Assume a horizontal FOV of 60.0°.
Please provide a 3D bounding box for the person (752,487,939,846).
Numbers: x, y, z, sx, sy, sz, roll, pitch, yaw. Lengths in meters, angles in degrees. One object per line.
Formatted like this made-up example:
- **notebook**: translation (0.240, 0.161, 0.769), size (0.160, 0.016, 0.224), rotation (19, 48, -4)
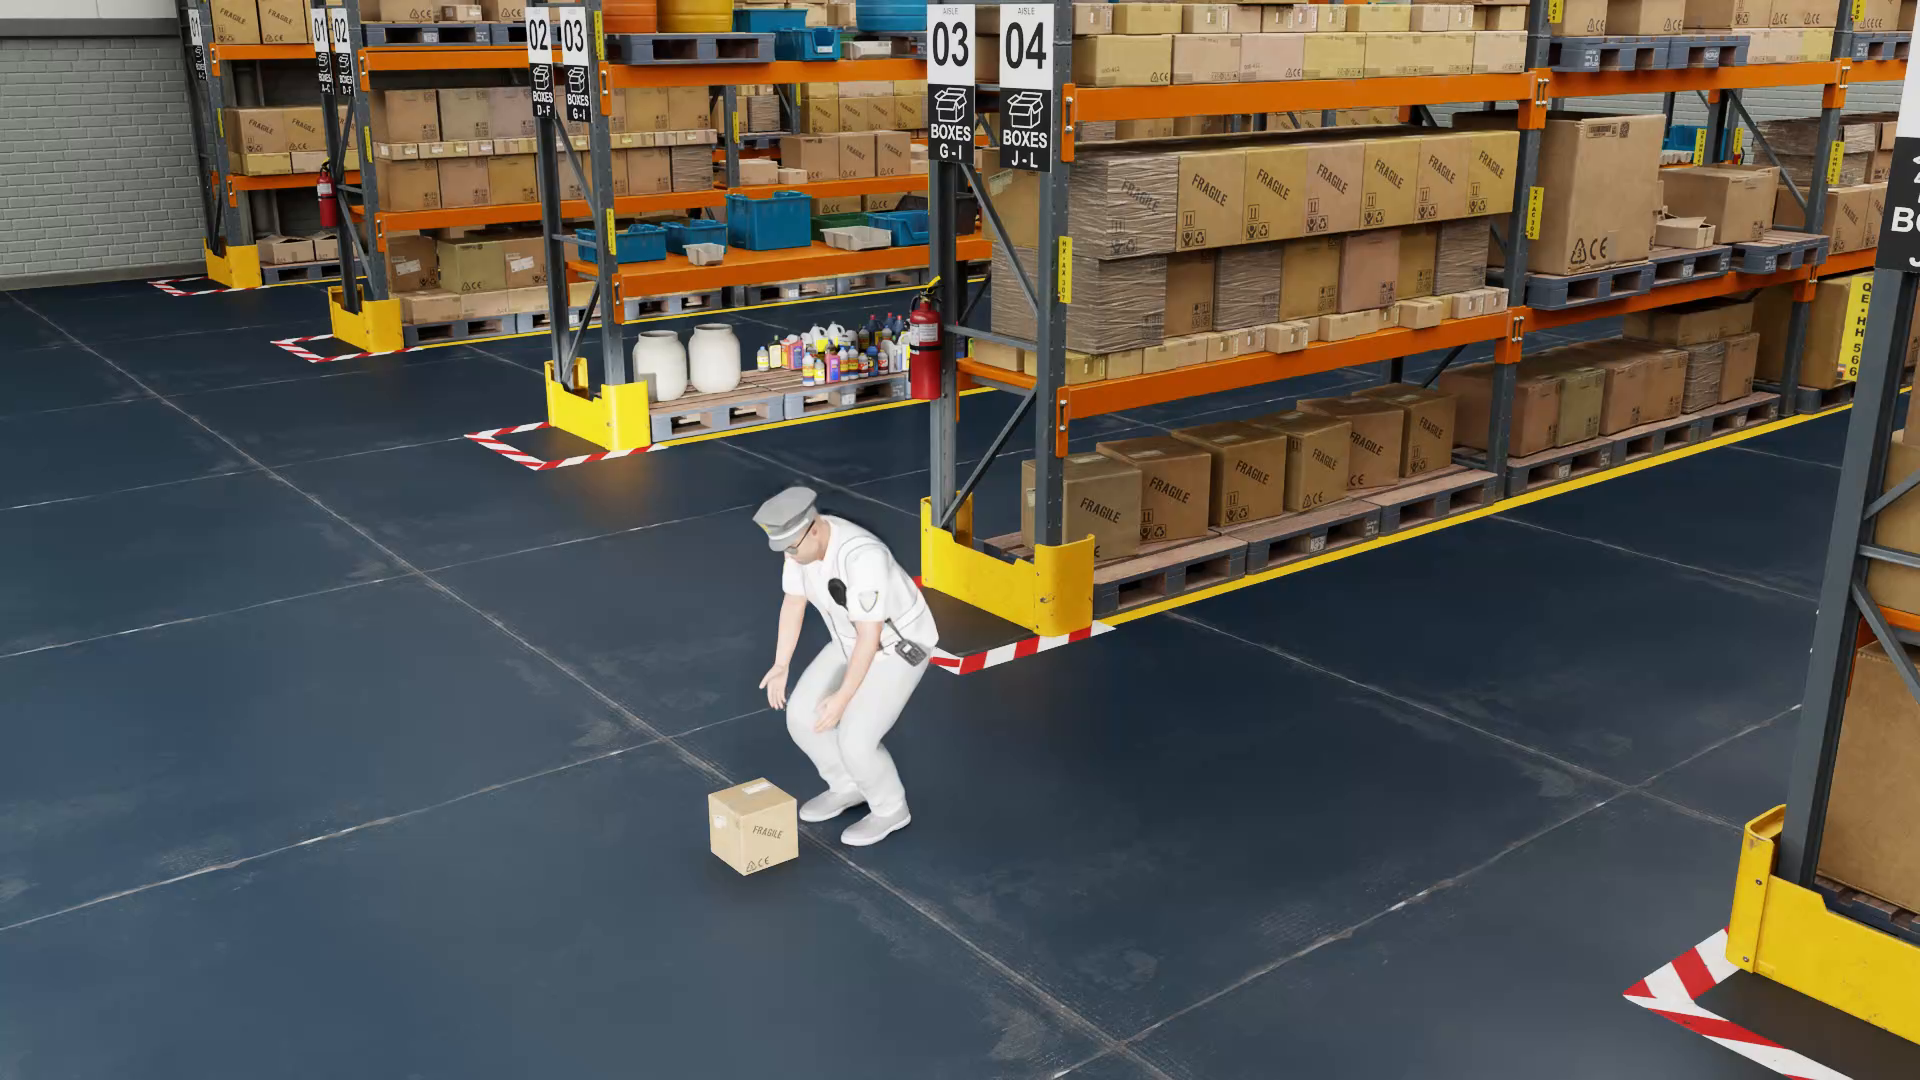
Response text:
- **person**: translation (-0.439, 0.471, 6.537), size (0.772, 1.468, 0.589), rotation (-13, 22, -36)
